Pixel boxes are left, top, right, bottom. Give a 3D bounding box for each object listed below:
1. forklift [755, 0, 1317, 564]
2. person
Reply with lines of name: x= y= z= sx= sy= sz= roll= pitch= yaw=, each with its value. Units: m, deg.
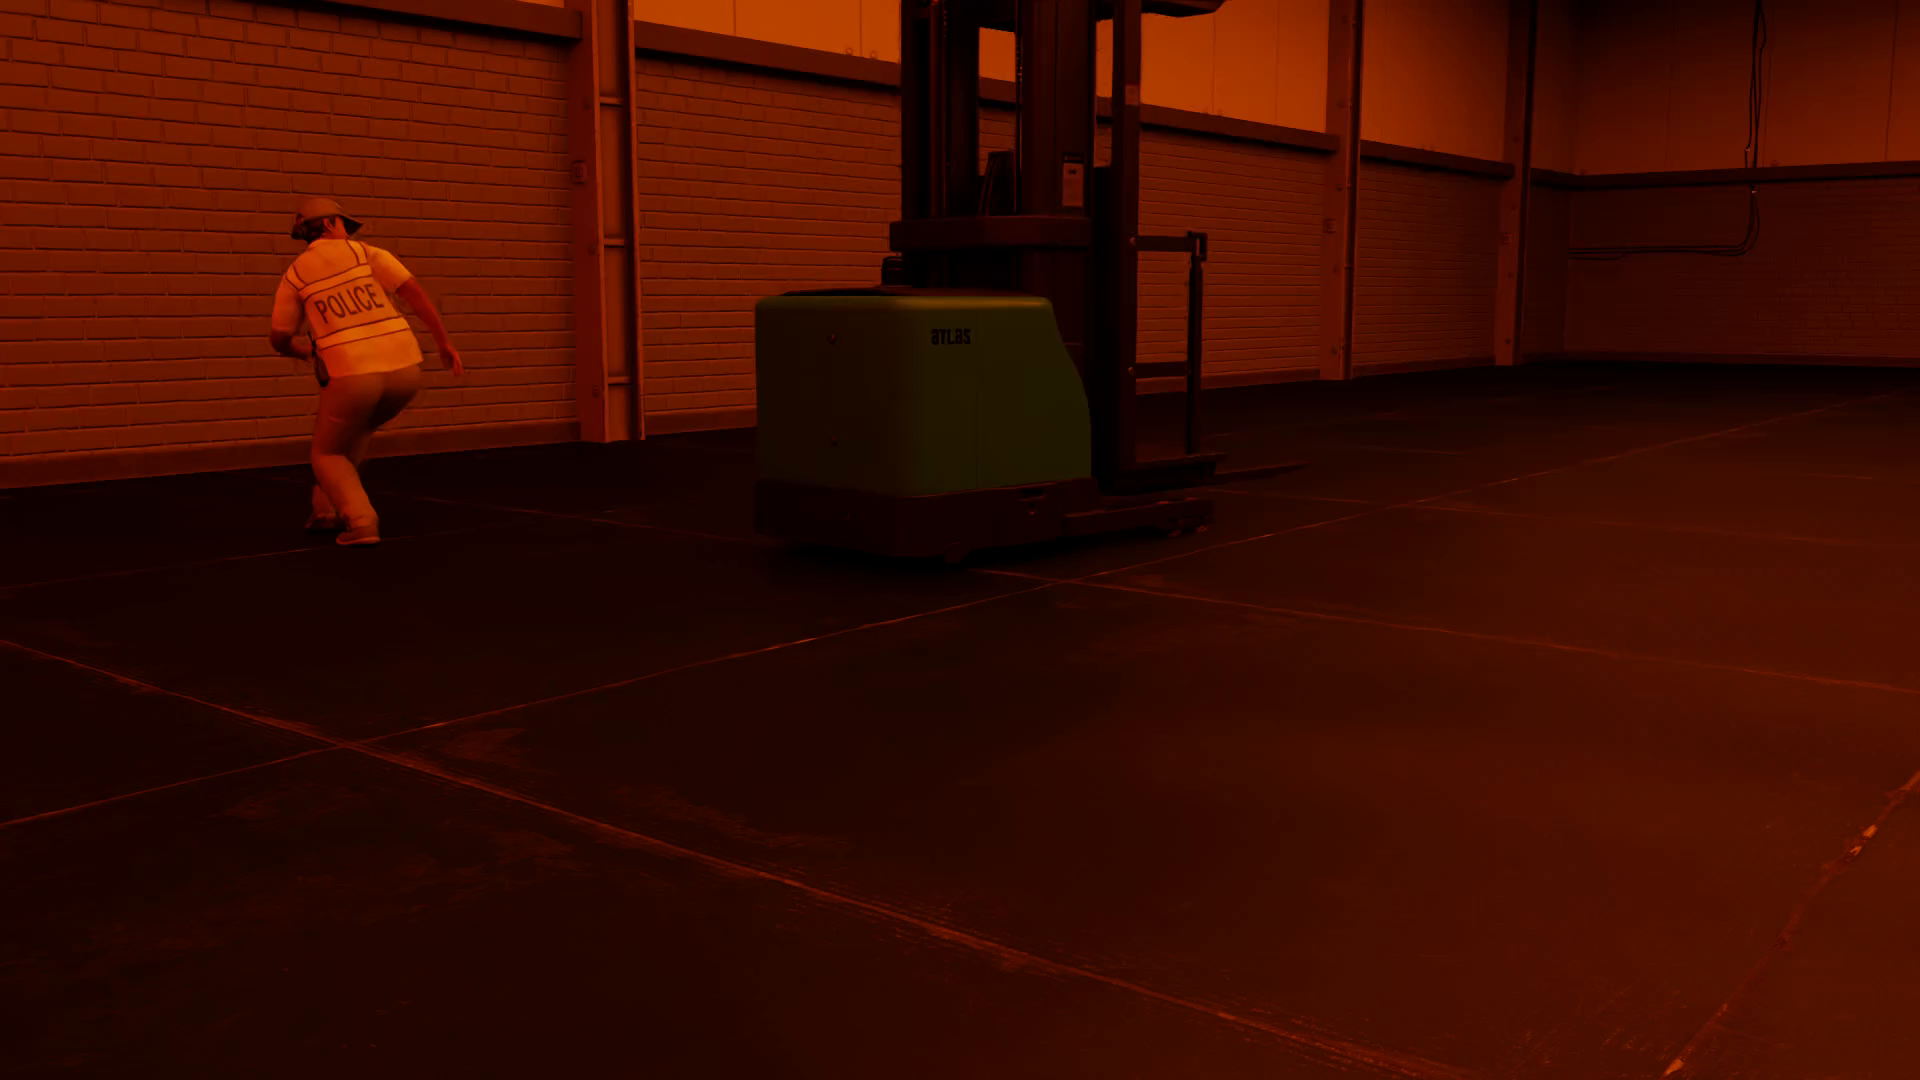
forklift: x=0.530 y=-1.512 z=7.613 sx=3.031 sy=2.935 sz=1.130 roll=-8 pitch=12 yaw=-44
person: x=-2.679 y=-0.751 z=7.413 sx=0.706 sy=1.514 sz=0.755 roll=-6 pitch=11 yaw=-37
